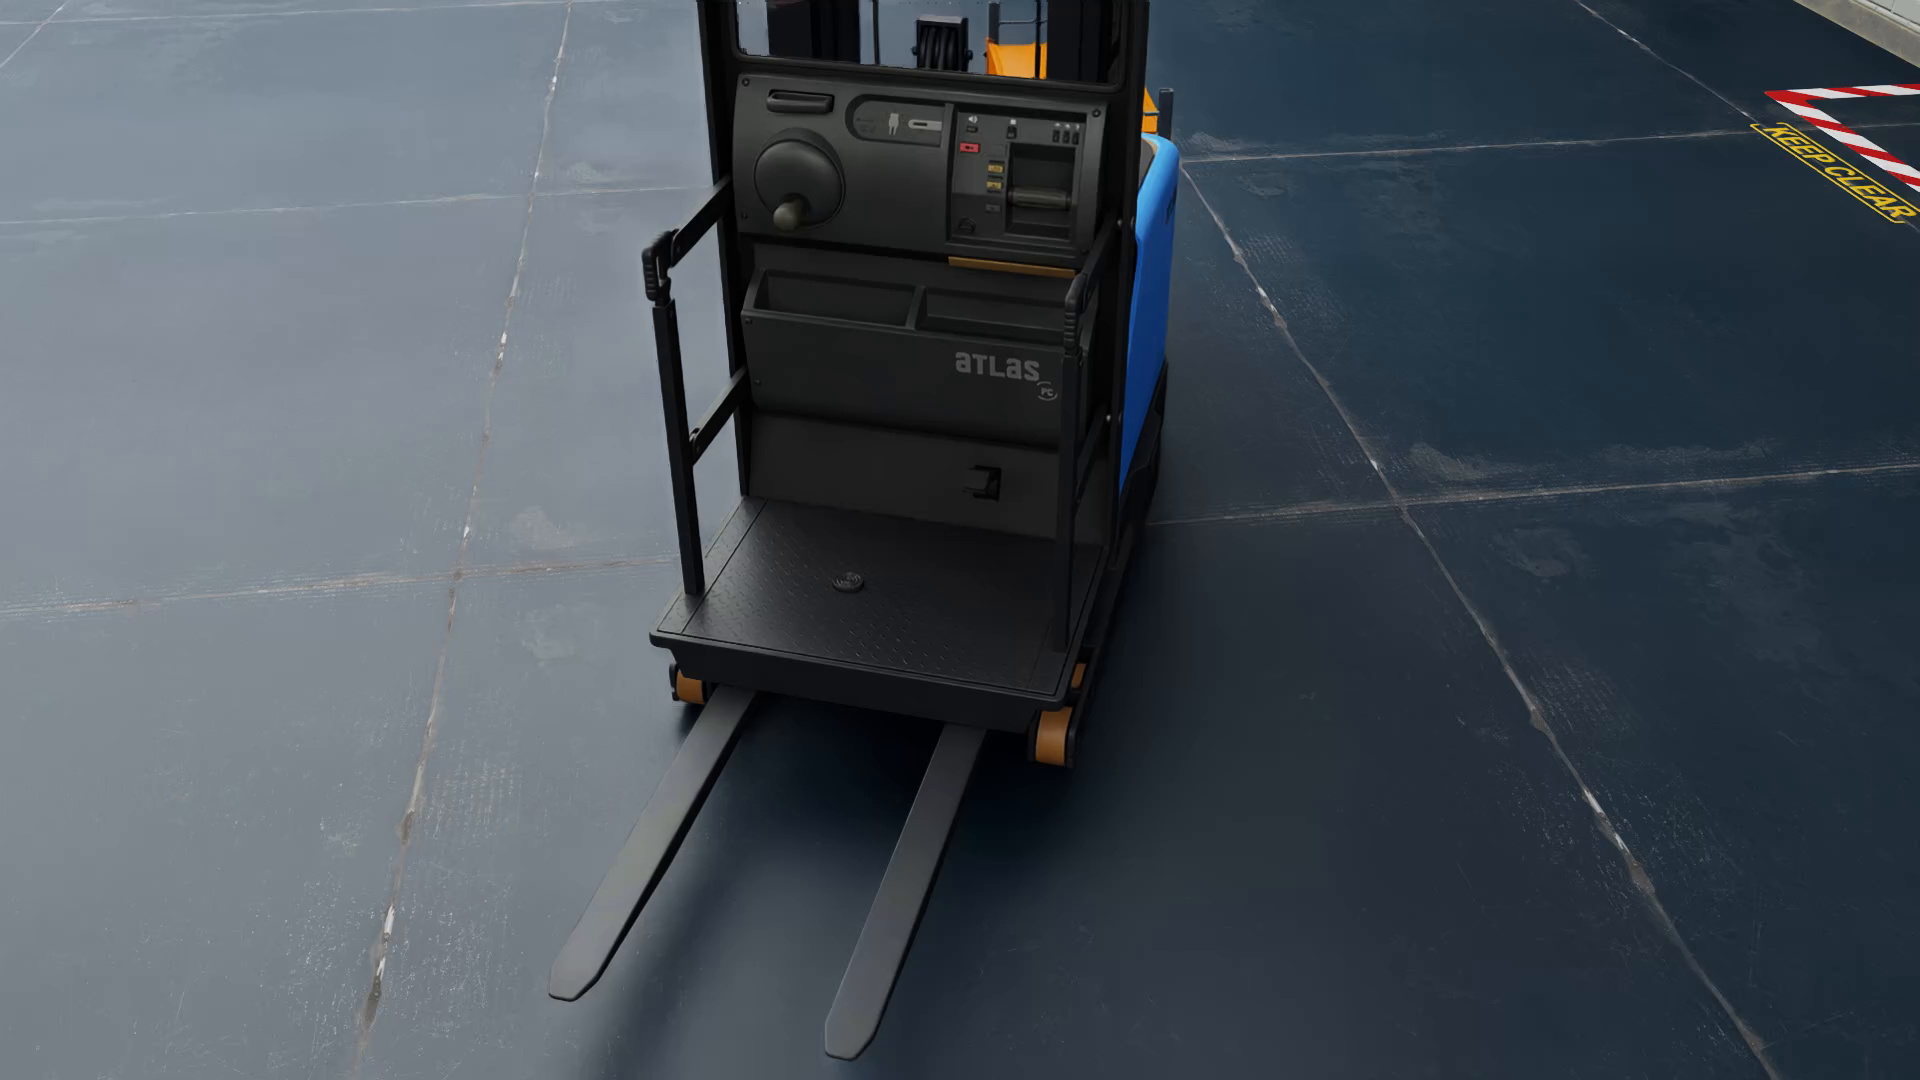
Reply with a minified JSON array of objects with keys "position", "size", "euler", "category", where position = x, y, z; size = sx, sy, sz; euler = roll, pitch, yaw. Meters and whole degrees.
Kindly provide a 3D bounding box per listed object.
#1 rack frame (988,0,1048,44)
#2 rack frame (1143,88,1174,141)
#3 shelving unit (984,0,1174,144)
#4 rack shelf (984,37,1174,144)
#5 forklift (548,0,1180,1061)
[{"position":[0.356,-1.554,6.532],"size":[0.500,1.125,0.032],"euler":[-3,34,-4],"category":"rack frame"},{"position":[0.442,-0.984,5.694],"size":[0.500,1.125,0.032],"euler":[-3,34,-4],"category":"rack frame"},{"position":[0.399,-1.269,6.113],"size":[0.538,1.125,1.048],"euler":[-3,34,-4],"category":"shelving unit"},{"position":[0.399,-1.511,5.948],"size":[0.538,0.278,1.000],"euler":[-3,34,-4],"category":"rack shelf"},{"position":[-0.160,-0.858,3.906],"size":[1.130,2.935,3.031],"euler":[8,35,12],"category":"forklift"}]
